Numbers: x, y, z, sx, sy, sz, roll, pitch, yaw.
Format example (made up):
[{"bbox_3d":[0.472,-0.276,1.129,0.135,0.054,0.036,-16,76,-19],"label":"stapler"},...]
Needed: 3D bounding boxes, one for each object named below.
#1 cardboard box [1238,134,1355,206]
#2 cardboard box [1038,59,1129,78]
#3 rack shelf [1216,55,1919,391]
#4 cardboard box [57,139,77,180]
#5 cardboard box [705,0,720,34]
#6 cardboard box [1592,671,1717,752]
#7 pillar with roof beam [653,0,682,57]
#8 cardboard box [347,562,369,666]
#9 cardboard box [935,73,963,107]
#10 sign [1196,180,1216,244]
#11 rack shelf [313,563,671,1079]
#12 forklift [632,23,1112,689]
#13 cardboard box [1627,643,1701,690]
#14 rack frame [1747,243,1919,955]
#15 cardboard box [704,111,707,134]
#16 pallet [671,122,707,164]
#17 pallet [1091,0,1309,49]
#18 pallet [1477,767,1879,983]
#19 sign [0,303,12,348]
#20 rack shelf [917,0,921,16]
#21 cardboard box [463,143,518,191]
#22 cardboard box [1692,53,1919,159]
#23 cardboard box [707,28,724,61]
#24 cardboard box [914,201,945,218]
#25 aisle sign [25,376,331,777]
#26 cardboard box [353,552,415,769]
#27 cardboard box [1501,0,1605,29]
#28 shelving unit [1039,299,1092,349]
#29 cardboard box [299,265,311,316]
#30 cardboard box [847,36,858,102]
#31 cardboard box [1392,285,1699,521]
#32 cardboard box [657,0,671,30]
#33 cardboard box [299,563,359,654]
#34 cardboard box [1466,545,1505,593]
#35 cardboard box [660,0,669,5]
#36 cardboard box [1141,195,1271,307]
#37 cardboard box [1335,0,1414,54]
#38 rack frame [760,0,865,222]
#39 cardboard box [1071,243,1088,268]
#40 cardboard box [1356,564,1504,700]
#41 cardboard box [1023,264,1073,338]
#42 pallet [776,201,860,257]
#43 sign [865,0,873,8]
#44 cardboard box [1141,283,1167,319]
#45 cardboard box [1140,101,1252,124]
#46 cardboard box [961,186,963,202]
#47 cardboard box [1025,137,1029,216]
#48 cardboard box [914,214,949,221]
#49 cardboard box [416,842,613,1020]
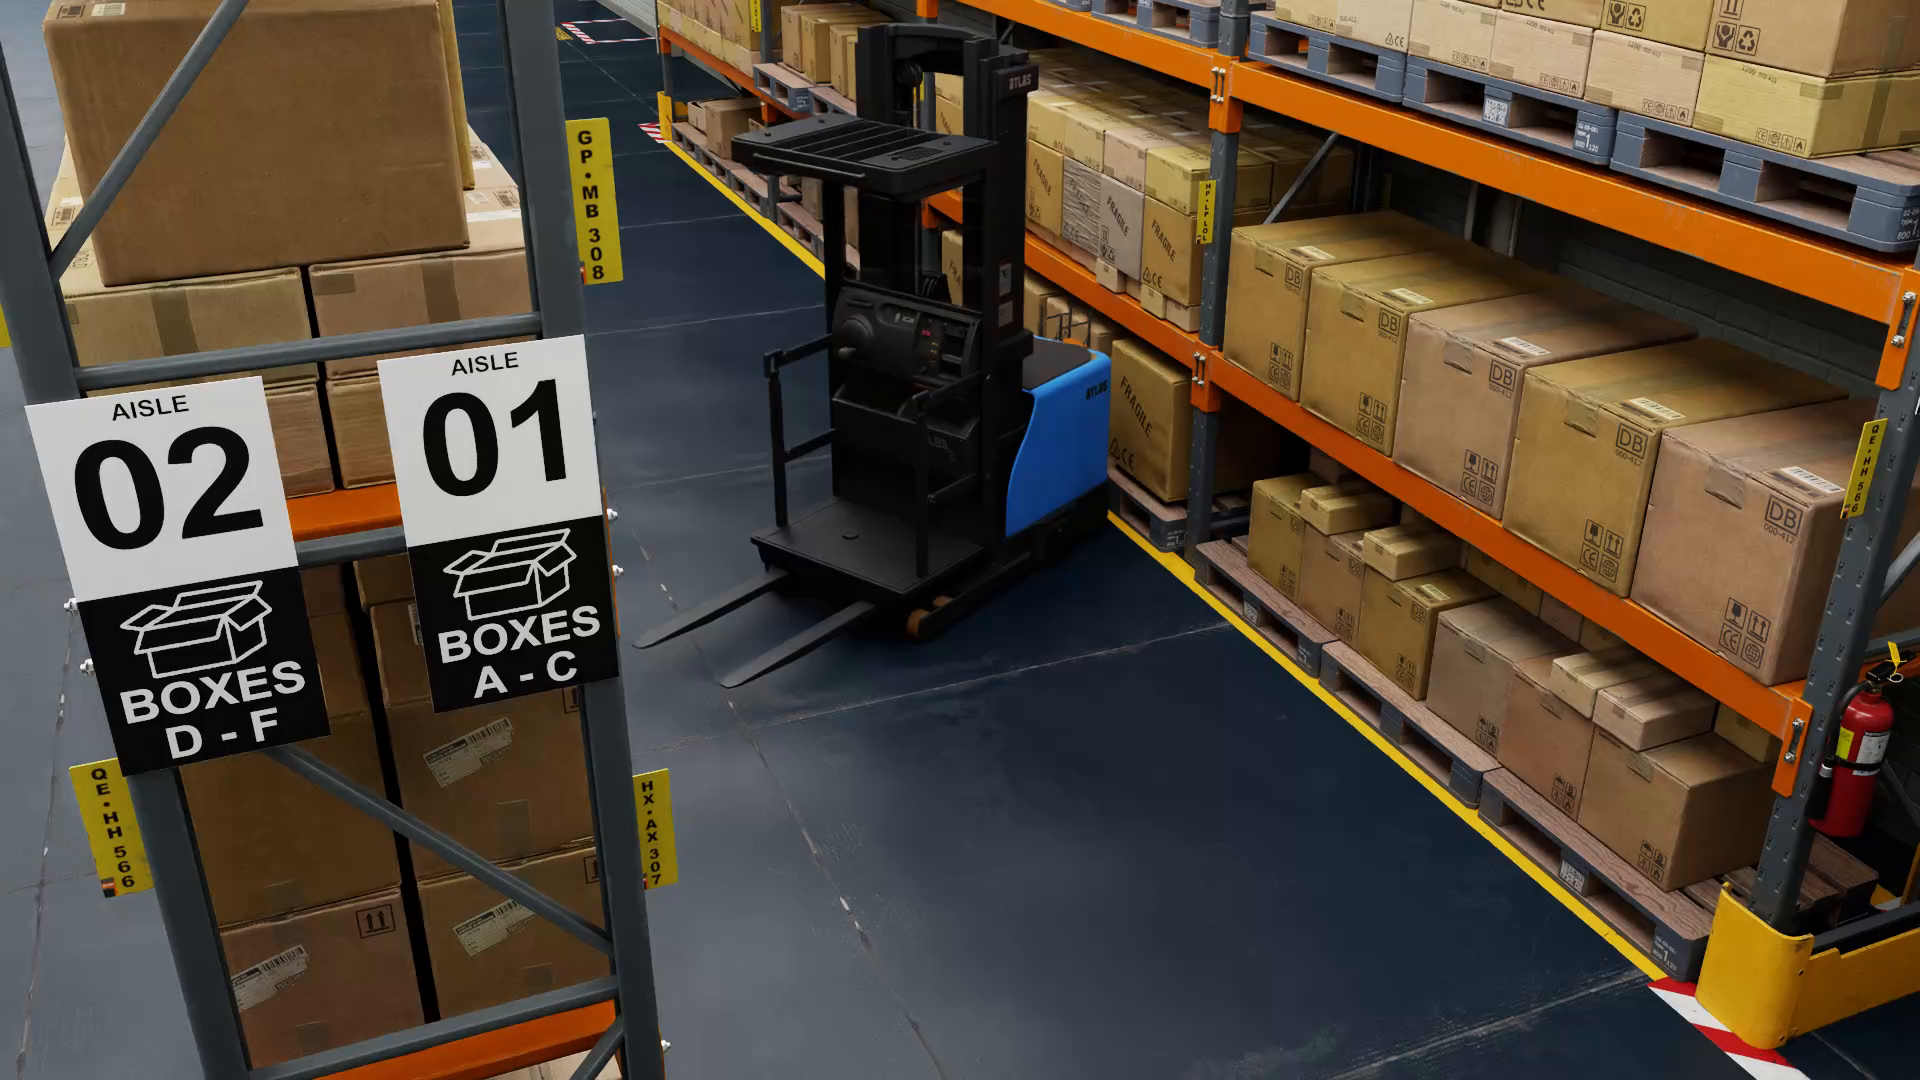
[{"bbox_3d":[1.823,-2.052,9.203,0.500,0.250,0.500,-10,28,-19],"label":"cardboard box"},{"bbox_3d":[0.813,-3.088,11.325,0.500,0.250,0.500,-12,28,-22],"label":"cardboard box"},{"bbox_3d":[2.547,-1.514,6.833,1.077,0.370,4.000,-11,28,-21],"label":"rack shelf"},{"bbox_3d":[-2.051,-0.902,4.361,0.500,0.250,0.500,-11,28,-21],"label":"cardboard box"},{"bbox_3d":[-2.227,-5.348,16.579,0.500,0.500,0.500,-11,28,-22],"label":"cardboard box"},{"bbox_3d":[2.746,0.675,6.579,0.380,0.149,0.250,-11,28,-21],"label":"cardboard box"},{"bbox_3d":[-8.177,-10.385,20.764,9.100,9.000,0.400,-11,28,-21],"label":"pillar with roof beam"},{"bbox_3d":[-1.955,0.084,6.046,0.500,0.500,0.500,-10,28,-19],"label":"cardboard box"},{"bbox_3d":[0.149,-3.197,11.548,0.500,0.250,0.500,-10,28,-19],"label":"cardboard box"},{"bbox_3d":[1.268,-1.684,8.551,0.100,0.325,0.005,-11,28,-21],"label":"sign"},{"bbox_3d":[-2.010,0.687,5.745,1.077,0.370,4.000,-11,28,-21],"label":"rack shelf"},{"bbox_3d":[-0.421,-1.034,8.526,1.130,2.935,3.031,19,32,34],"label":"forklift"},{"bbox_3d":[2.998,0.508,6.923,0.380,0.149,0.250,-10,28,-20],"label":"cardboard box"},{"bbox_3d":[3.330,0.318,5.680,1.000,3.000,0.127,-11,28,-21],"label":"rack frame"},{"bbox_3d":[-2.525,-4.606,18.327,0.500,0.311,0.500,-8,27,-16],"label":"cardboard box"},{"bbox_3d":[-2.621,-4.523,18.774,1.003,0.211,1.213,-11,28,-21],"label":"pallet"},{"bbox_3d":[1.359,-2.920,9.111,0.805,0.209,1.217,-12,28,-23],"label":"pallet"},{"bbox_3d":[2.945,1.262,6.925,1.003,0.211,1.213,-11,28,-21],"label":"pallet"},{"bbox_3d":[-1.745,-0.488,2.902,0.100,0.325,0.005,-11,28,-21],"label":"sign"},{"bbox_3d":[-0.586,-4.744,13.448,1.077,0.370,4.000,-11,28,-21],"label":"rack shelf"},{"bbox_3d":[-1.378,-0.790,4.131,0.500,0.250,0.500,-11,28,-21],"label":"cardboard box"},{"bbox_3d":[2.799,-1.446,5.452,0.500,0.250,0.500,-10,28,-19],"label":"cardboard box"},{"bbox_3d":[-2.233,-5.010,16.740,0.500,0.250,0.500,-11,28,-21],"label":"cardboard box"},{"bbox_3d":[-0.299,-2.845,13.652,0.500,0.250,0.500,-10,28,-20],"label":"cardboard box"},{"bbox_3d":[-1.482,0.083,3.199,0.394,0.787,0.004,-11,28,-21],"label":"aisle sign"},{"bbox_3d":[-1.370,0.242,4.581,0.500,0.500,0.500,-10,28,-20],"label":"cardboard box"},{"bbox_3d":[2.394,-2.195,6.131,0.500,0.500,0.500,-12,28,-23],"label":"cardboard box"},{"bbox_3d":[0.614,-0.841,10.097,0.258,1.200,0.189,-17,32,-31],"label":"shelving unit"},{"bbox_3d":[-1.575,-0.766,4.653,0.500,0.250,0.500,-11,28,-21],"label":"cardboard box"},{"bbox_3d":[-0.505,-3.841,13.583,0.700,0.500,0.500,-11,28,-21],"label":"cardboard box"},{"bbox_3d":[2.536,-0.622,7.263,0.980,0.700,0.700,-12,28,-23],"label":"cardboard box"},{"bbox_3d":[-3.037,-5.831,18.422,0.500,0.250,0.500,-11,28,-22],"label":"cardboard box"},{"bbox_3d":[-1.853,0.340,4.381,0.500,0.500,0.500,-10,28,-19],"label":"cardboard box"},{"bbox_3d":[2.600,0.098,7.761,0.380,0.149,0.250,-11,28,-22],"label":"cardboard box"},{"bbox_3d":[-3.026,-6.175,18.272,0.500,0.500,0.500,-11,28,-21],"label":"cardboard box"},{"bbox_3d":[1.351,-1.627,9.188,0.500,0.500,0.500,-11,28,-21],"label":"cardboard box"},{"bbox_3d":[1.978,-2.278,7.157,0.500,0.250,0.500,-11,28,-22],"label":"cardboard box"},{"bbox_3d":[-1.370,-4.526,15.602,1.000,3.000,0.127,-11,28,-21],"label":"rack frame"},{"bbox_3d":[0.913,-1.801,10.283,0.380,0.149,0.250,-11,28,-22],"label":"cardboard box"},{"bbox_3d":[2.355,0.368,7.947,0.700,0.500,0.500,-10,28,-19],"label":"cardboard box"},{"bbox_3d":[0.701,-1.460,11.293,0.750,0.750,0.750,-11,28,-21],"label":"cardboard box"},{"bbox_3d":[-1.063,-2.959,15.570,1.003,0.211,1.213,-11,28,-21],"label":"pallet"},{"bbox_3d":[-0.860,-5.143,15.546,0.100,0.325,0.005,-11,28,-21],"label":"sign"},{"bbox_3d":[1.250,-1.378,9.418,0.380,0.149,0.250,-10,28,-20],"label":"cardboard box"},{"bbox_3d":[1.411,-2.463,10.046,0.500,0.250,0.500,-12,28,-22],"label":"cardboard box"},{"bbox_3d":[0.230,-2.410,11.530,0.380,0.149,0.250,-10,28,-19],"label":"cardboard box"},{"bbox_3d":[0.542,-2.445,10.864,0.500,0.500,0.500,-11,28,-21],"label":"cardboard box"},{"bbox_3d":[-0.228,-2.496,13.790,0.700,0.500,0.500,-11,28,-21],"label":"cardboard box"},{"bbox_3d":[-1.158,0.901,4.371,0.500,0.500,0.500,-10,28,-20],"label":"cardboard box"}]
